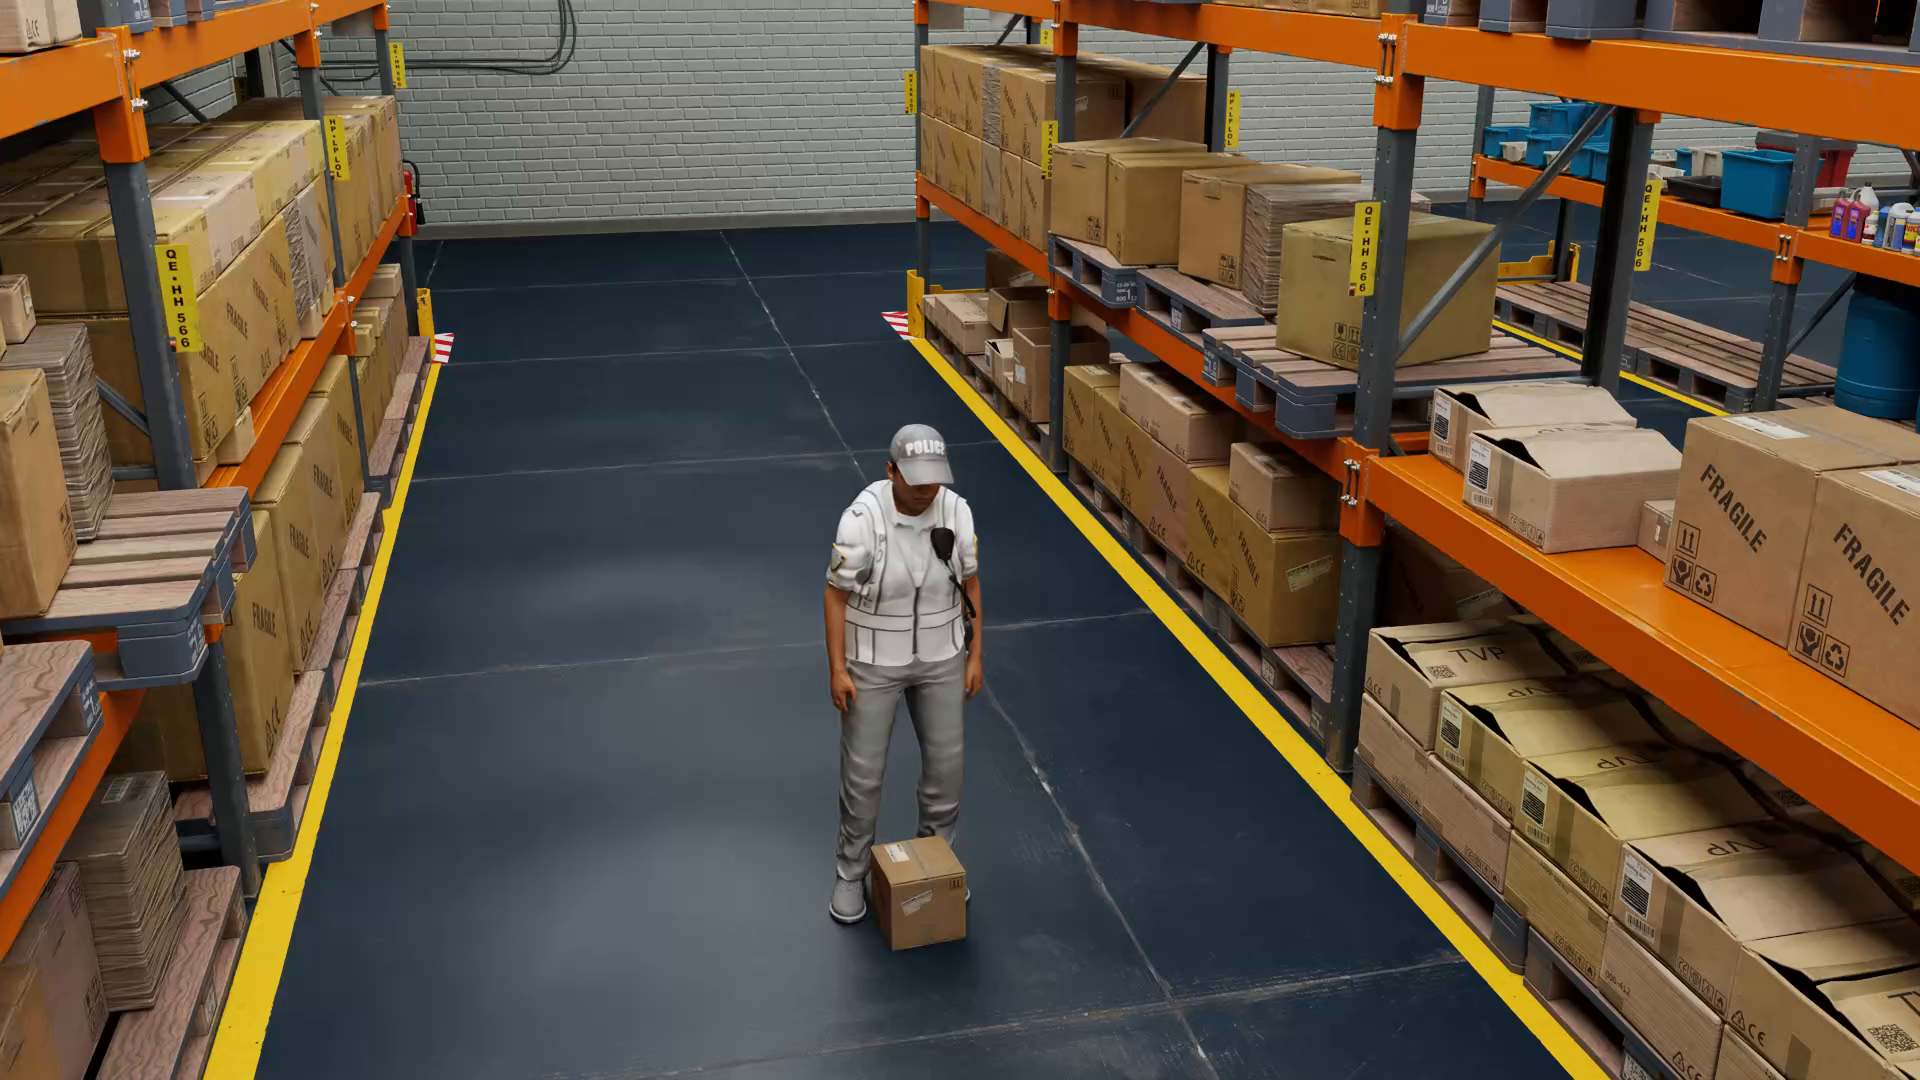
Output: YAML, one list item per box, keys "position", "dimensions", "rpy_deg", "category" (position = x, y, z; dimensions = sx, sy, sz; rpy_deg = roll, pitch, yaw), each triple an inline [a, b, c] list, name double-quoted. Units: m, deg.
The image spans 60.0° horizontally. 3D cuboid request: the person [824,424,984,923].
- position: [-0.185, 0.416, 5.404]
  dimensions: [0.561, 1.665, 0.471]
  rpy_deg: [-6, 21, -16]
  category: "person"
